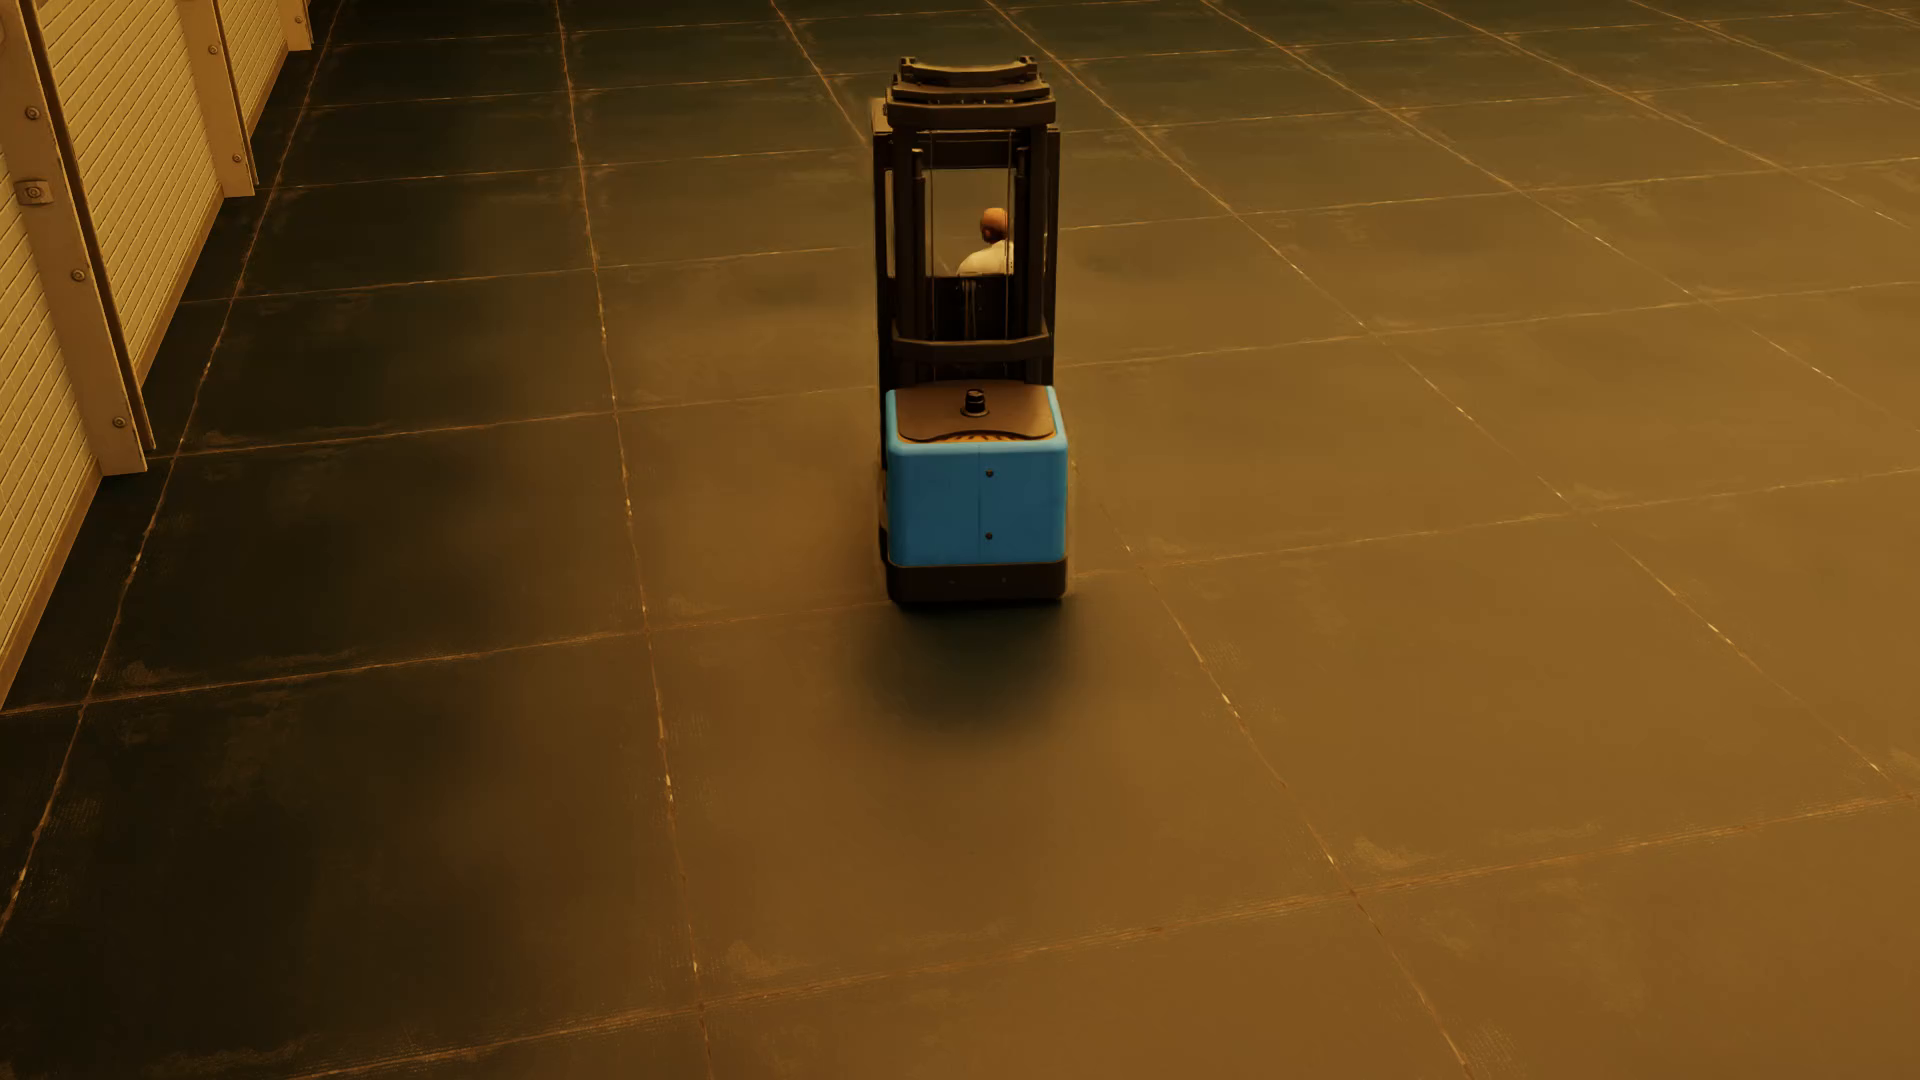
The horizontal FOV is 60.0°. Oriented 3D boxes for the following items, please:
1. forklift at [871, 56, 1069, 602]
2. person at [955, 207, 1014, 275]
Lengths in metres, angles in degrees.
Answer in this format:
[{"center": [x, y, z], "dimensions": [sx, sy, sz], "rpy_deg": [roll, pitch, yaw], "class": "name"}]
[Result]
[{"center": [0.024, -1.610, 10.356], "dimensions": [1.130, 2.935, 3.031], "rpy_deg": [-2, 30, -3], "class": "forklift"}, {"center": [0.193, -1.446, 11.238], "dimensions": [0.757, 1.763, 0.661], "rpy_deg": [-9, 31, -15], "class": "person"}]
